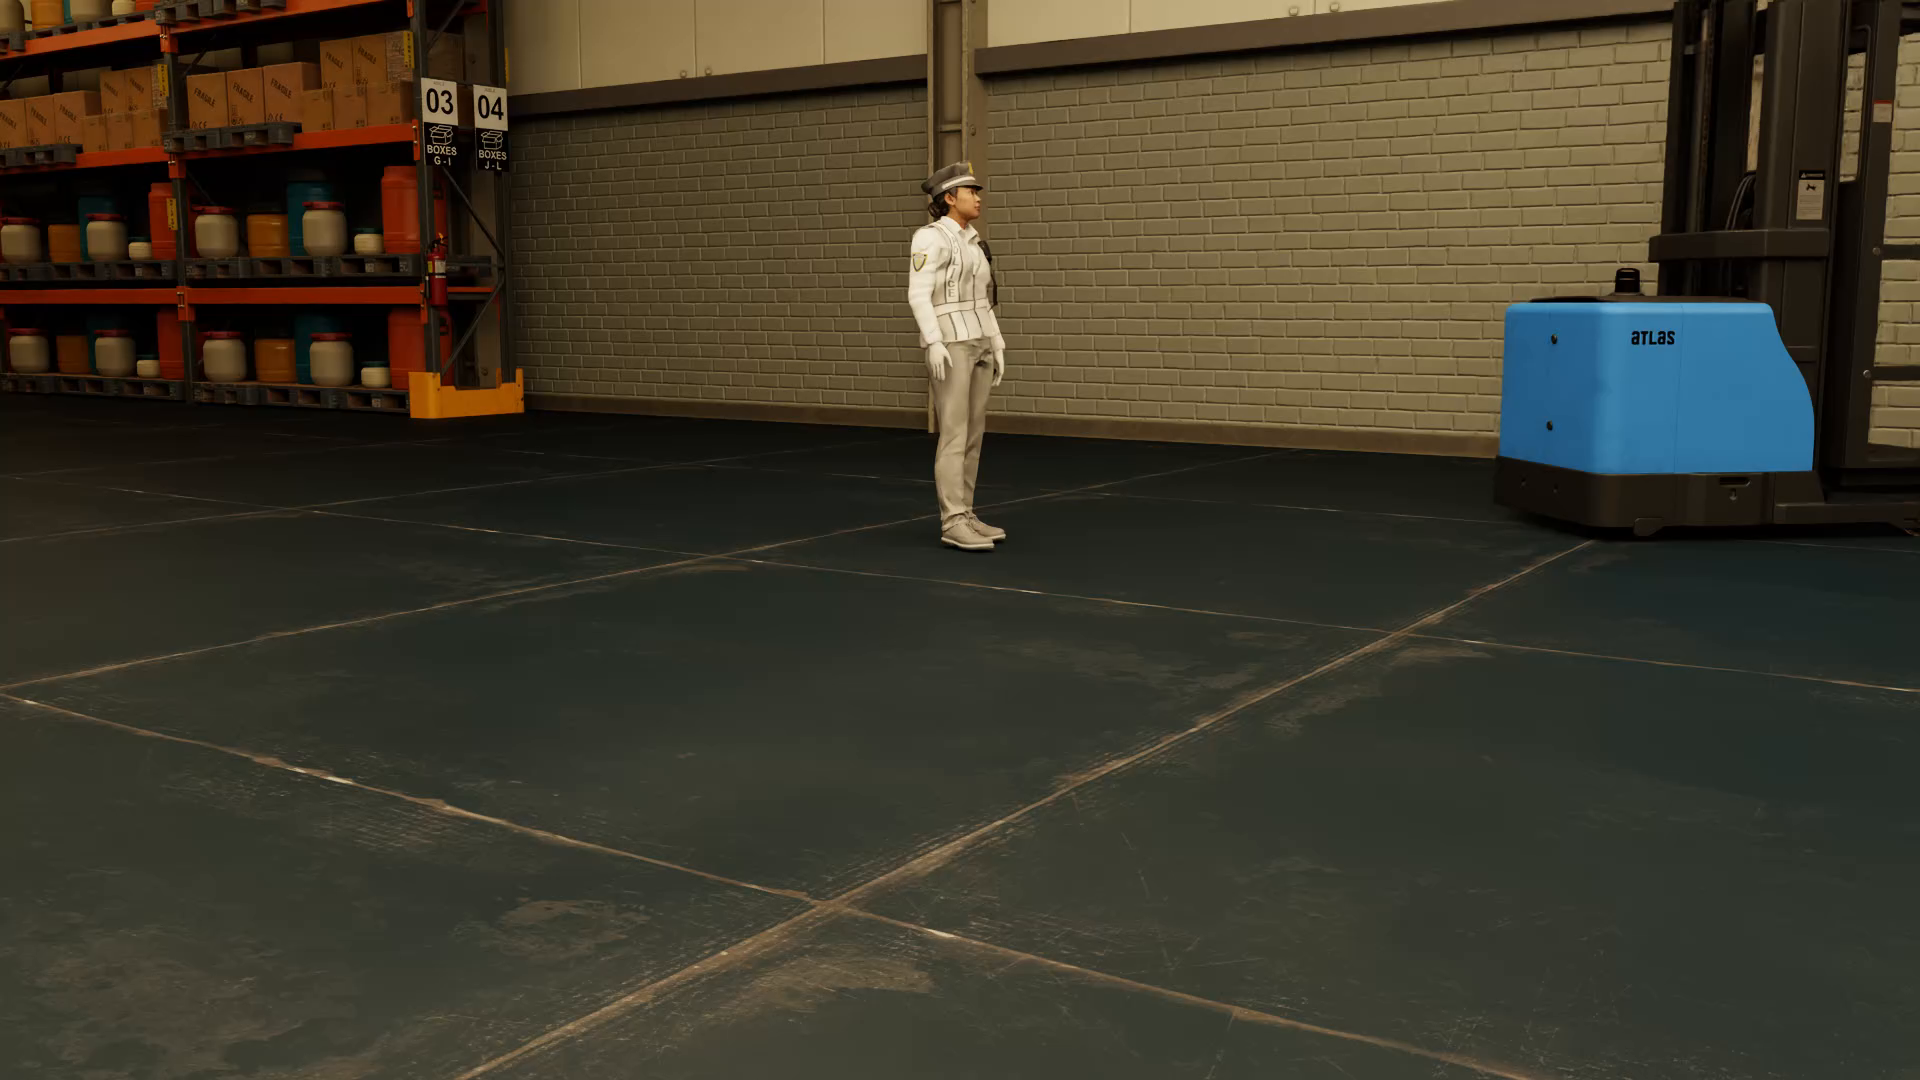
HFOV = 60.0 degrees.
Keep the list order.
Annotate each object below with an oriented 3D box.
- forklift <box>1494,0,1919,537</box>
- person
[{"bbox_3d":[4.265,-1.540,8.025,3.031,2.935,1.130,-1,8,-9],"label":"forklift"},{"bbox_3d":[0.052,-0.840,7.440,0.531,1.694,0.586,5,10,34],"label":"person"}]
